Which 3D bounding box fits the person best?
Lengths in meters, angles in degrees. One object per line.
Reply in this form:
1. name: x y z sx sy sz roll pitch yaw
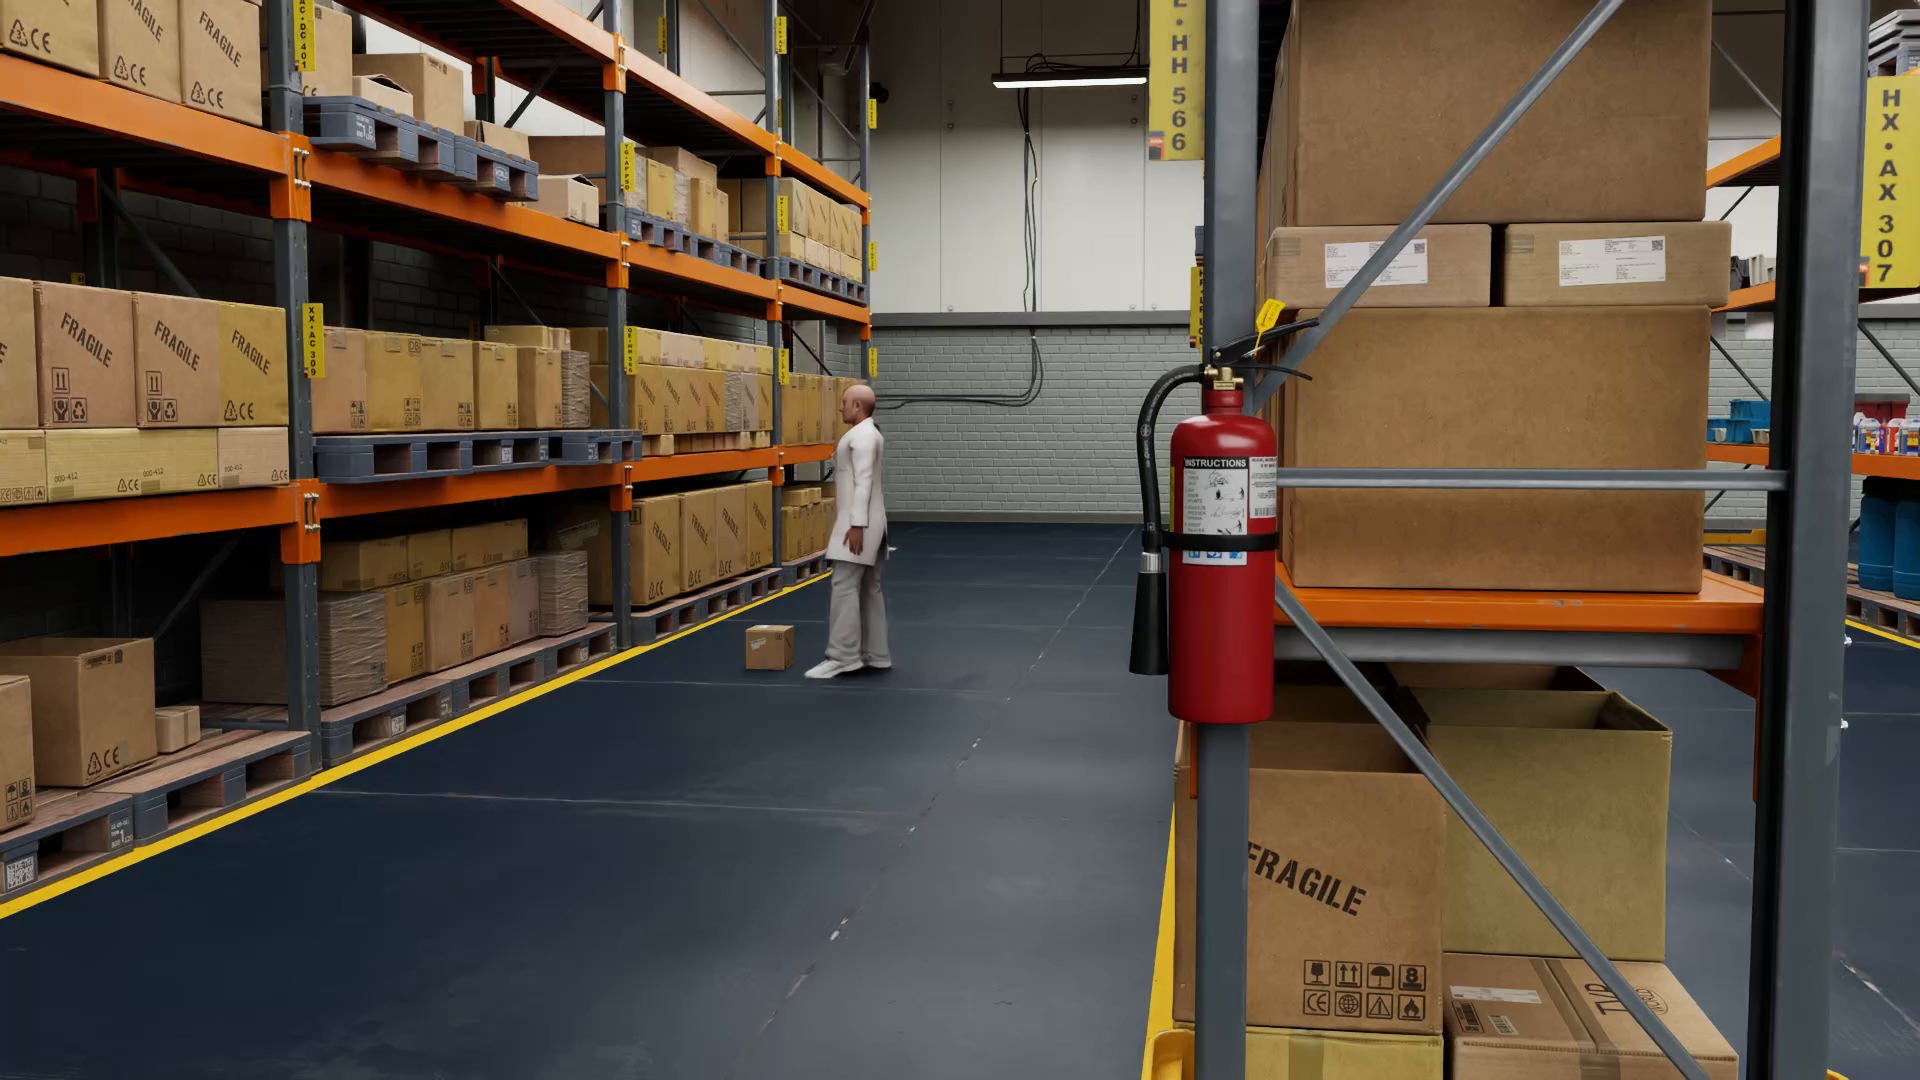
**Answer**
1. person: -0.688 -0.060 10.395 0.507 1.816 0.612 0 4 4
